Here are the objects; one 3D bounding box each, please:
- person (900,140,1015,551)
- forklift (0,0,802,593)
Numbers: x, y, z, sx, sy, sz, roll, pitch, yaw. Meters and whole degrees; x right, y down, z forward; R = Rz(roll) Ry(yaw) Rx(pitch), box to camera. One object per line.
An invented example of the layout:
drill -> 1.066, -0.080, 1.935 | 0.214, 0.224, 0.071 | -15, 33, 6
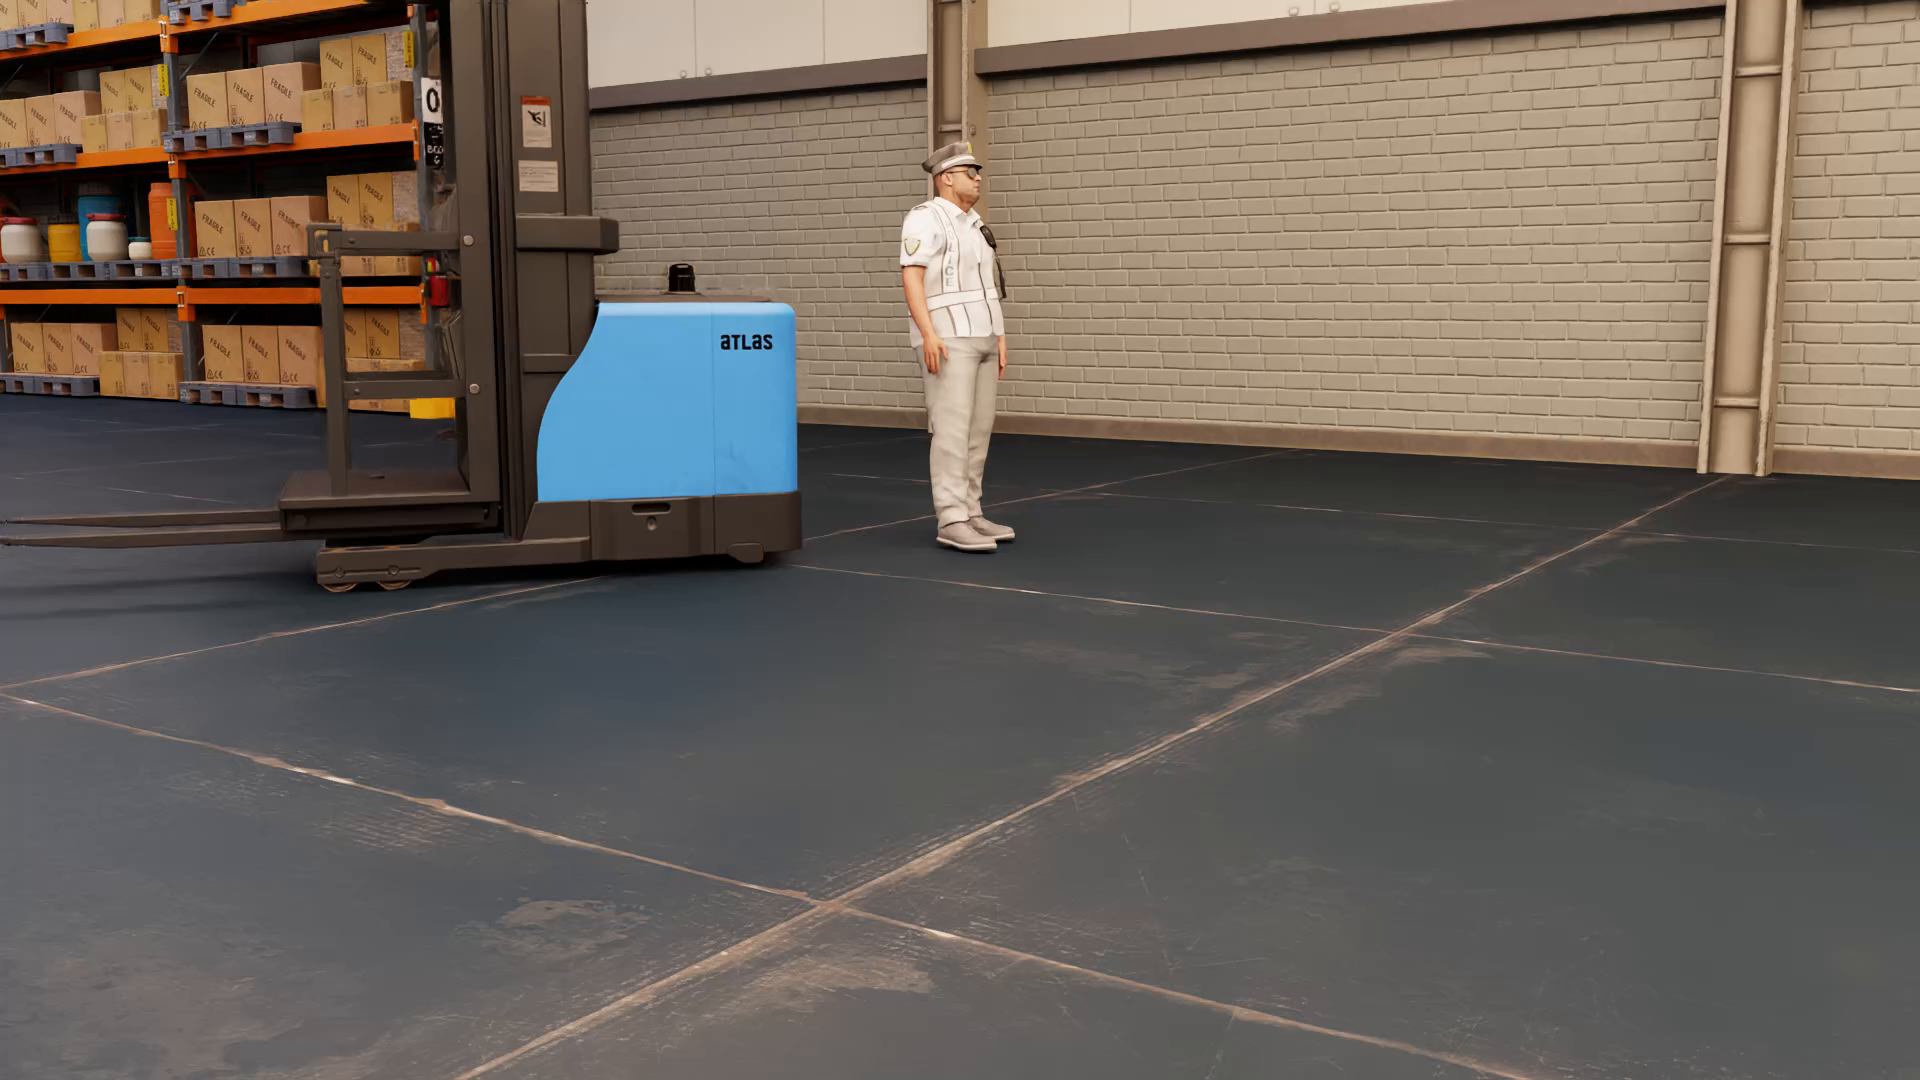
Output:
person -> 0.059, -0.883, 7.425 | 0.574, 1.781, 0.641 | 5, 10, 34
forklift -> -2.227, -1.338, 6.599 | 3.031, 2.935, 1.130 | -3, 9, -19
